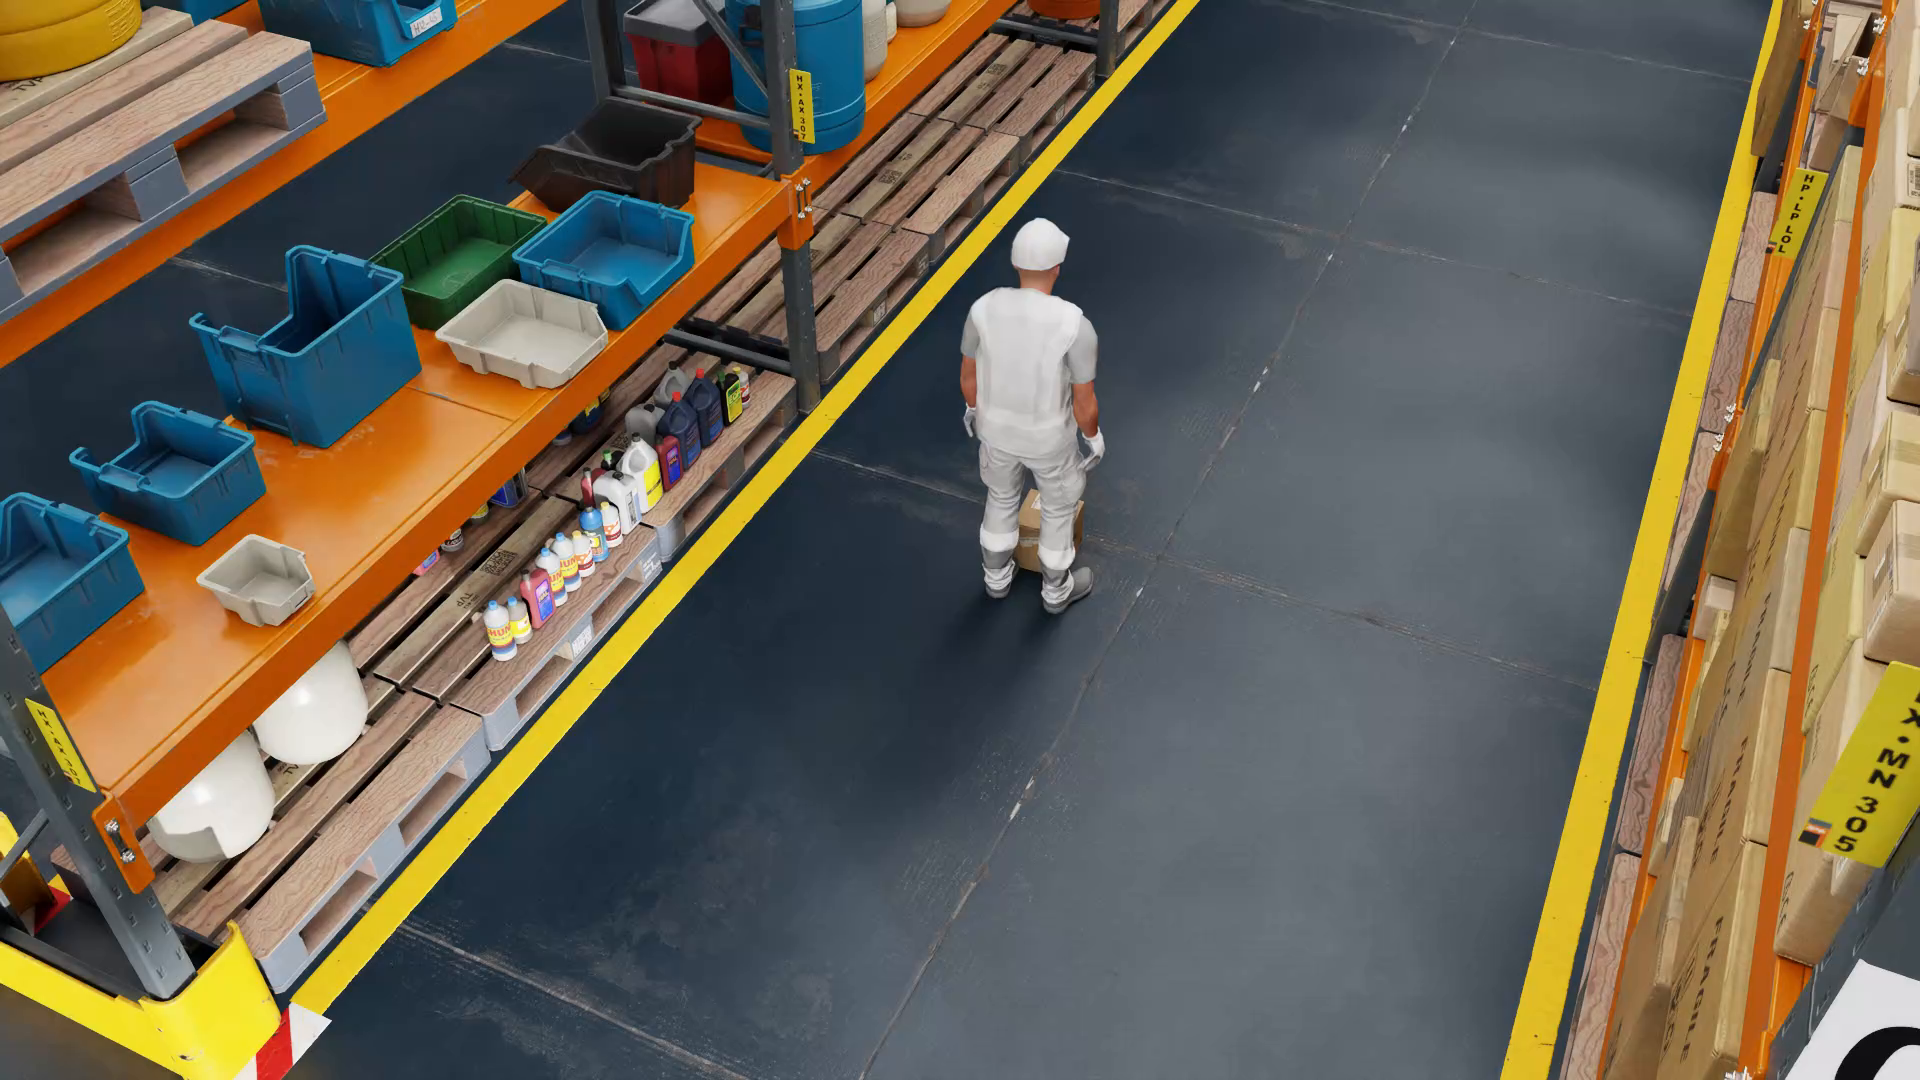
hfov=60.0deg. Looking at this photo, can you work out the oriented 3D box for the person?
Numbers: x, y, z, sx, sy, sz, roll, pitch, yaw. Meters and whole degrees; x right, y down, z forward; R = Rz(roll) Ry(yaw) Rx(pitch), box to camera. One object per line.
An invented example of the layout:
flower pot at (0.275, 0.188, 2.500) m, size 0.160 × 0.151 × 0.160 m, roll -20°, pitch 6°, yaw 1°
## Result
person at (0.291, -0.458, 6.664) m, size 0.603 × 1.778 × 0.451 m, roll 17°, pitch 44°, yaw 18°
